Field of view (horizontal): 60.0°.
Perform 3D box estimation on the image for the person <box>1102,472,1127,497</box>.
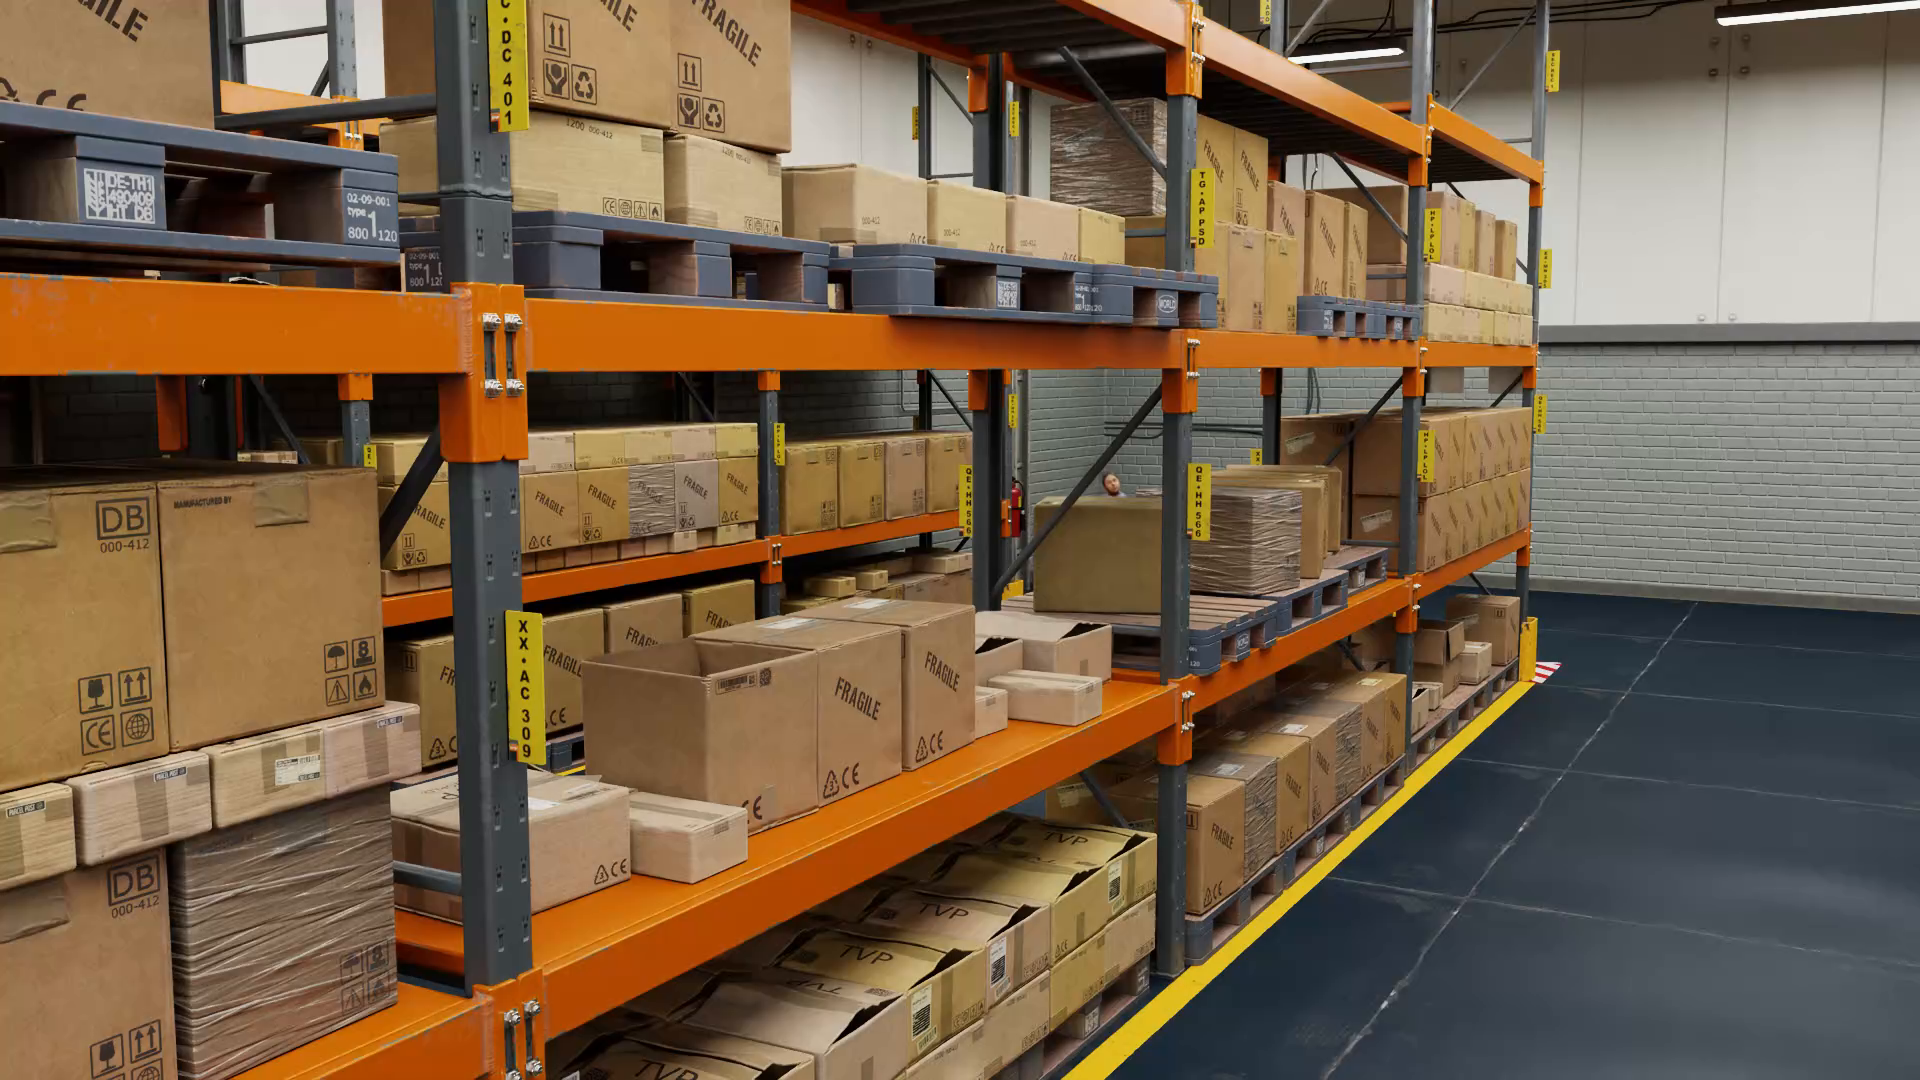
[{"bbox_3d":[1.633,0.106,16.727,0.660,1.561,0.478,-4,7,-33],"label":"person"}]
